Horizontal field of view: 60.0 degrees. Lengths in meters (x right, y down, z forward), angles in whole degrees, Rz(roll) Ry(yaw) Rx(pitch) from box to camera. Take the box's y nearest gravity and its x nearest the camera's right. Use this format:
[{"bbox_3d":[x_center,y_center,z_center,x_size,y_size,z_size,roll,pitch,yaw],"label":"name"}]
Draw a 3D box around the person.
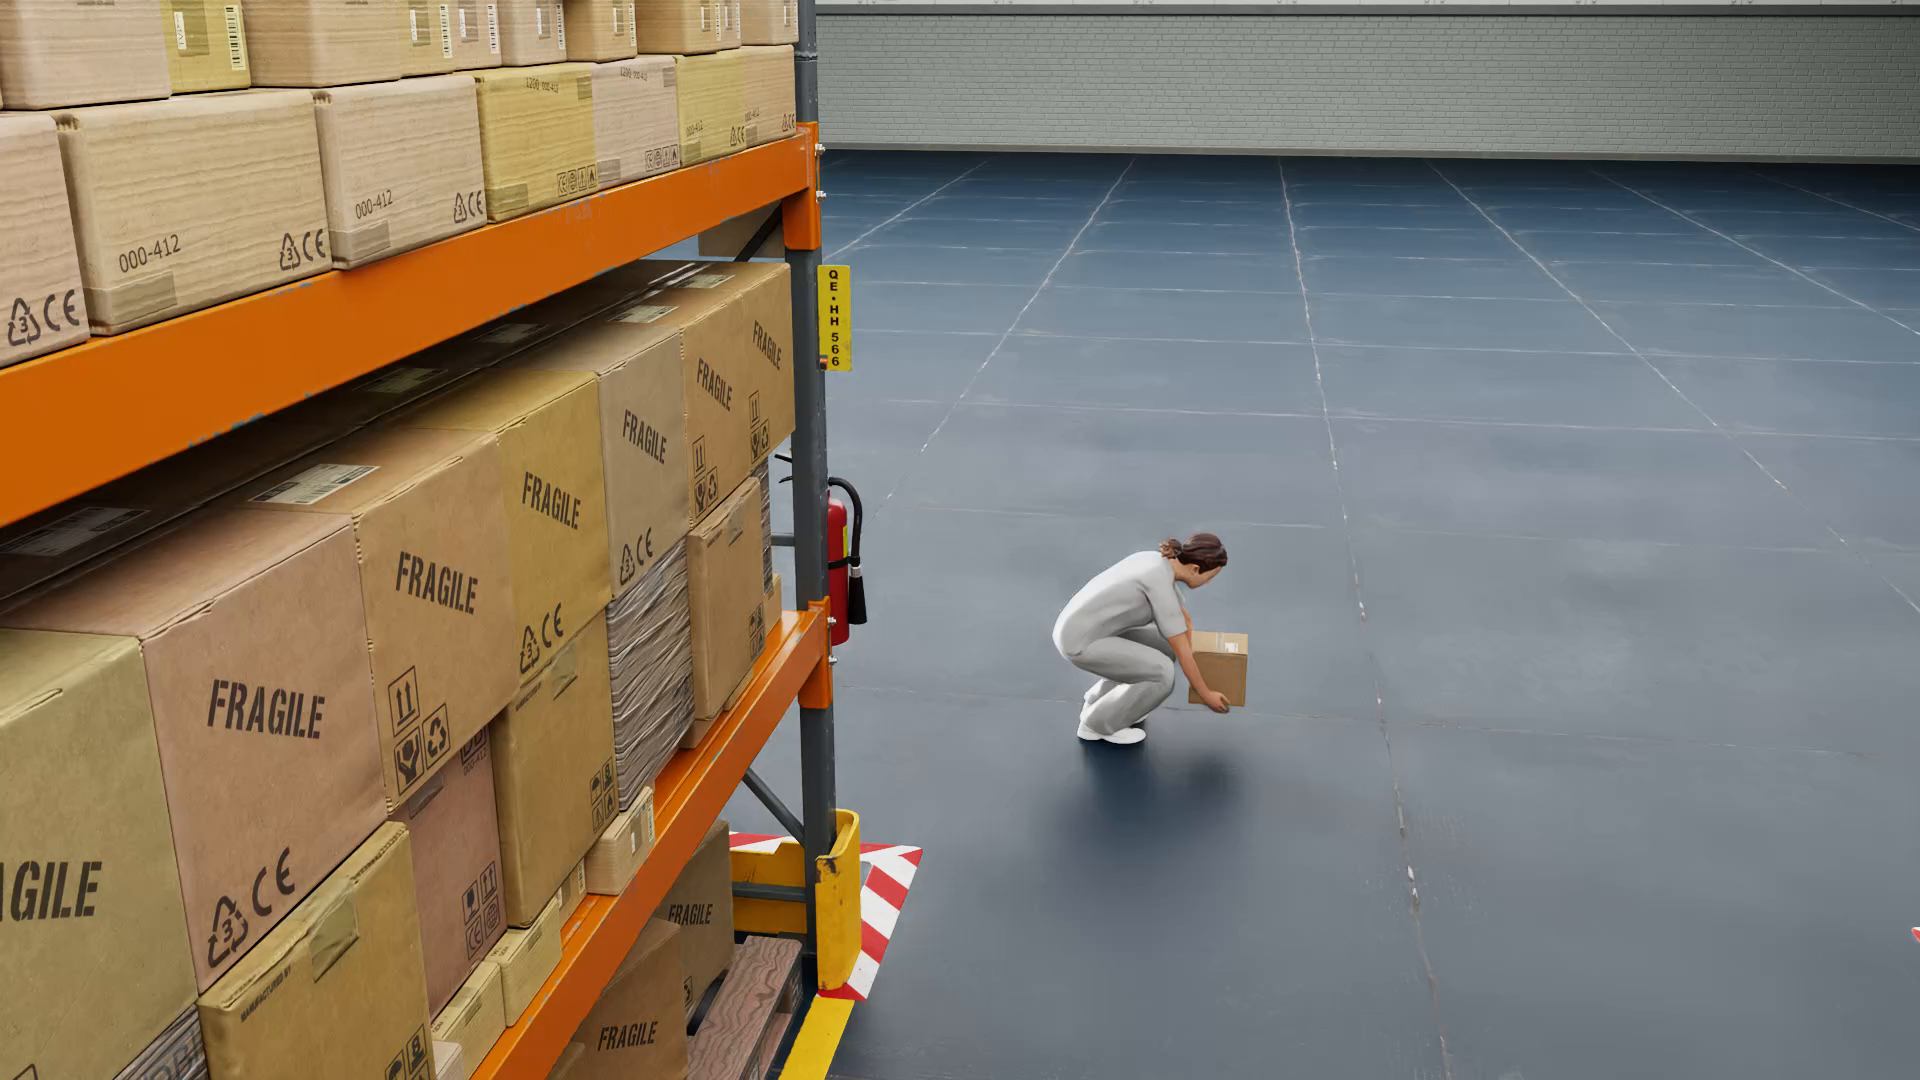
[{"bbox_3d":[0.821,0.417,7.461,0.801,0.946,0.487,3,18,9],"label":"person"}]
